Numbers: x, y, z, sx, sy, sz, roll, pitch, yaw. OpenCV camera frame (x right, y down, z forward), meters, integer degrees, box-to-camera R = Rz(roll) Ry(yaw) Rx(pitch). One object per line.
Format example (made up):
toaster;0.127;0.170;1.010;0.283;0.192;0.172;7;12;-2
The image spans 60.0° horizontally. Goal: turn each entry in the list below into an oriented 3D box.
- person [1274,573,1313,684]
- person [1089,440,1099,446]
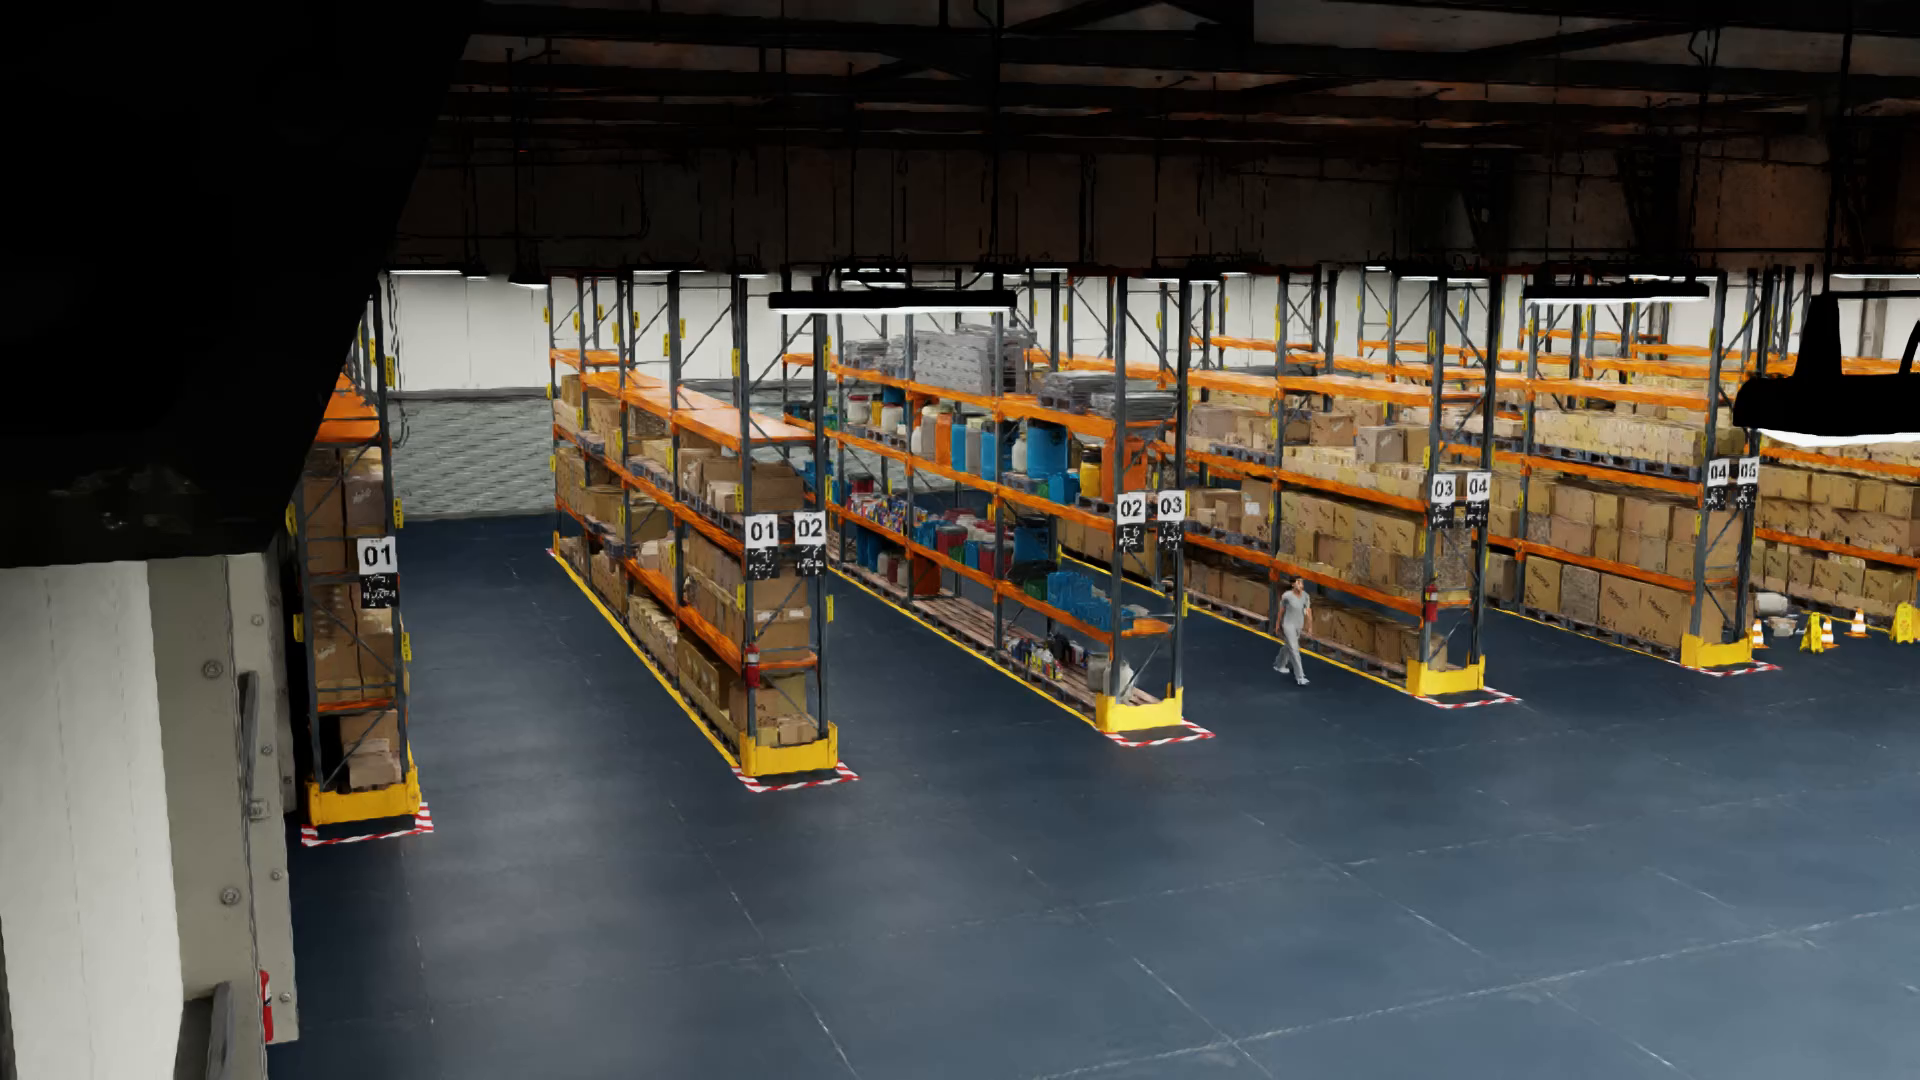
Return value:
person;4.971;1.277;24.654;0.455;1.612;1.019;-4;11;-22
person;3.449;-1.652;41.379;0.670;1.666;0.492;9;13;42
